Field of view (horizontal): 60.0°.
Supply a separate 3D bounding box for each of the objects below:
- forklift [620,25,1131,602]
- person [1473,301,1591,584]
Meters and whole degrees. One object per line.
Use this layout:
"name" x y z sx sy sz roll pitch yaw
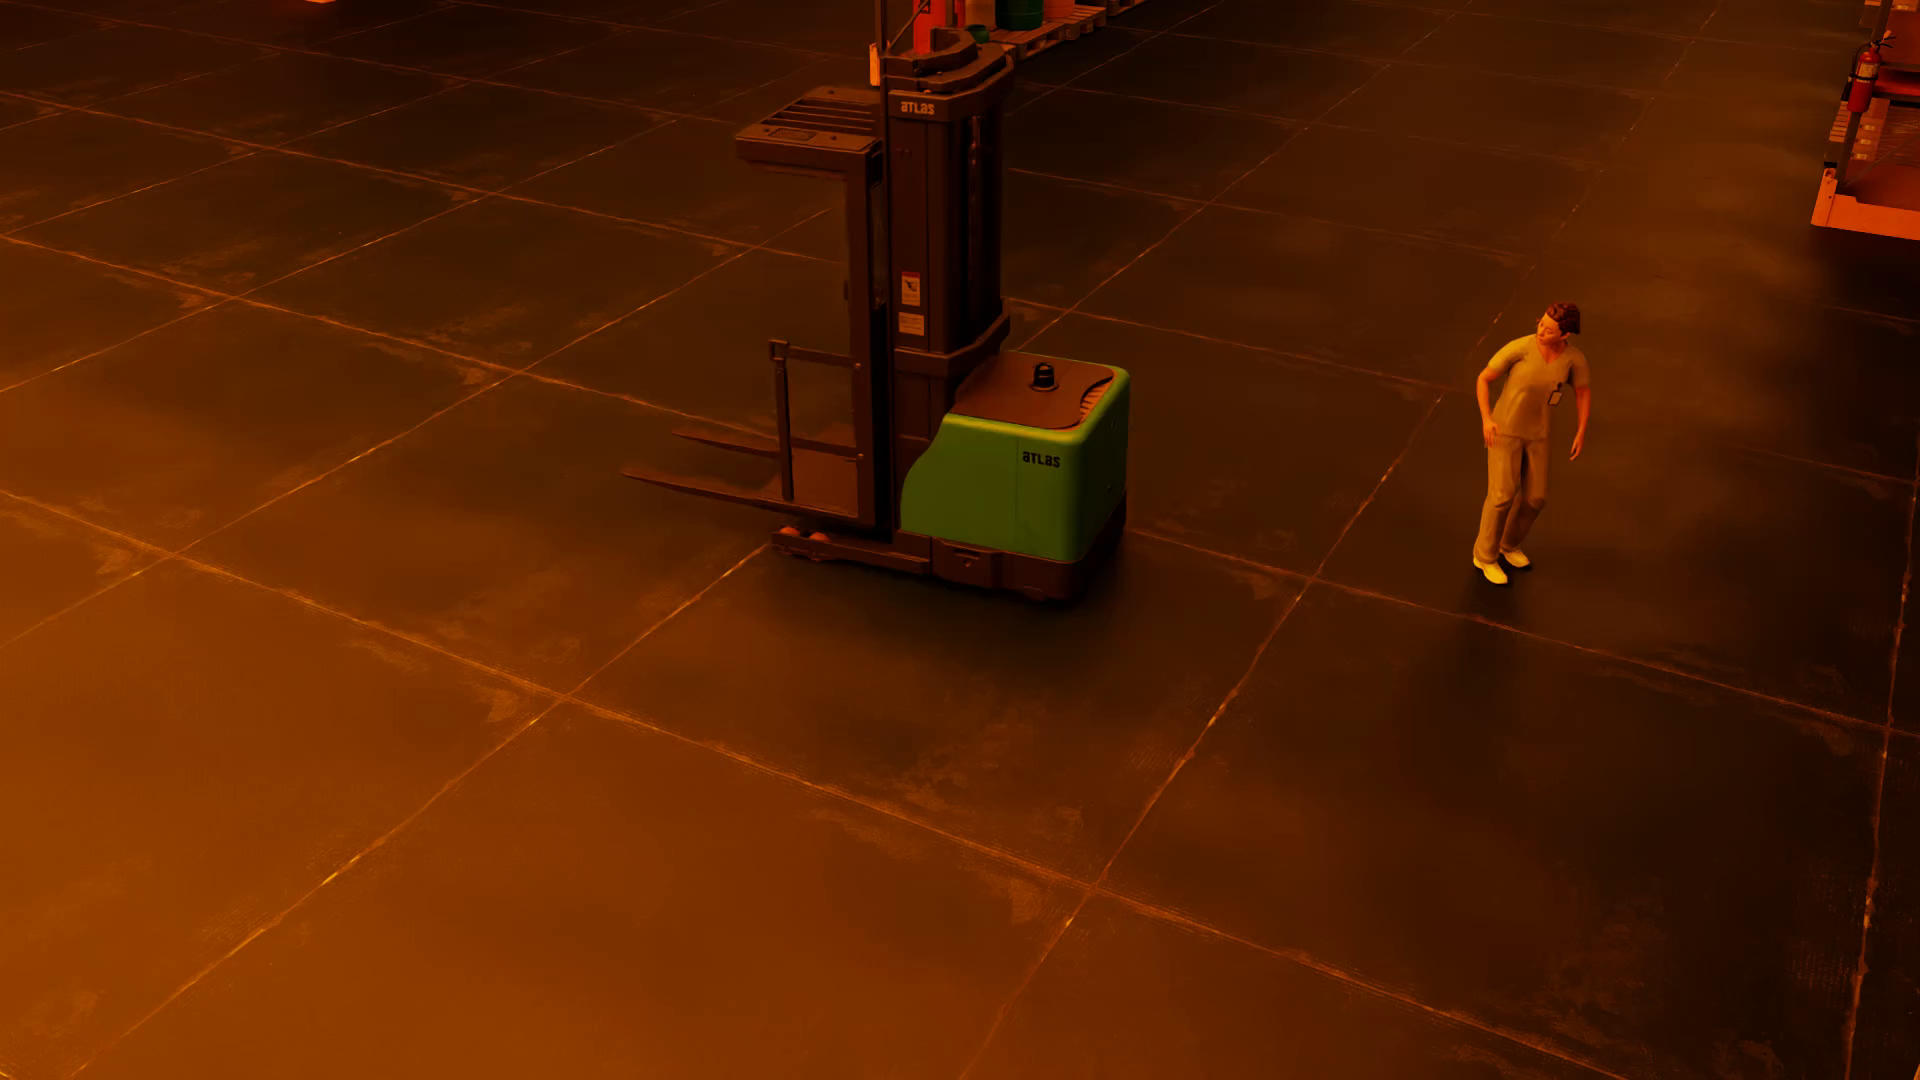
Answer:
"forklift" -0.575 -1.376 9.454 3.031 2.935 1.130 11 32 18
"person" 3.218 -0.558 9.339 0.632 1.638 0.476 -4 30 -6
